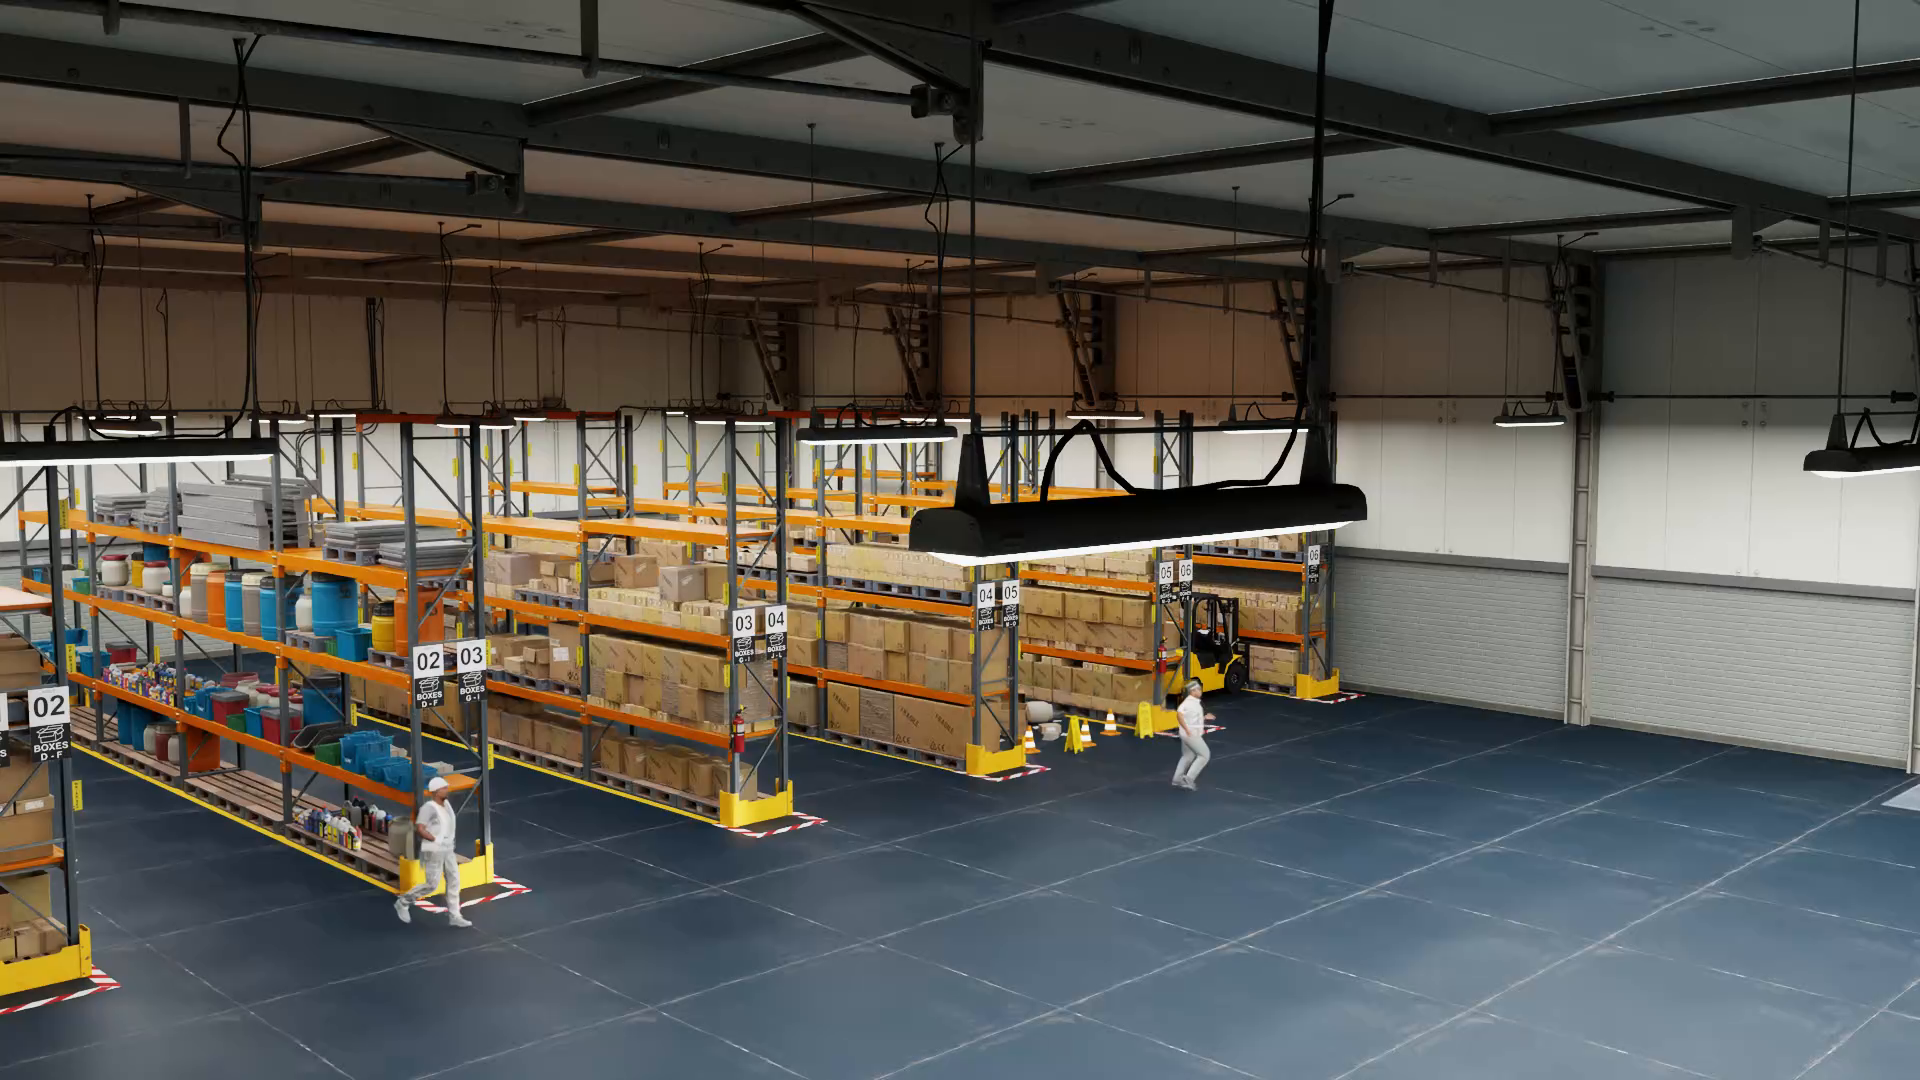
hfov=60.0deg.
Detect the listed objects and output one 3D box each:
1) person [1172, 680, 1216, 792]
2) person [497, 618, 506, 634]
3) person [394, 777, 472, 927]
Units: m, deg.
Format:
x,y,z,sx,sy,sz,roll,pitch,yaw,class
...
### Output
x,y,z,sx,sy,sz,roll,pitch,yaw,class
3.774,3.143,26.763,0.700,1.811,0.630,0,5,3,person
-11.049,1.940,40.708,0.690,1.802,0.666,-1,5,-16,person
-6.233,3.718,19.932,0.955,1.741,0.744,1,5,10,person
